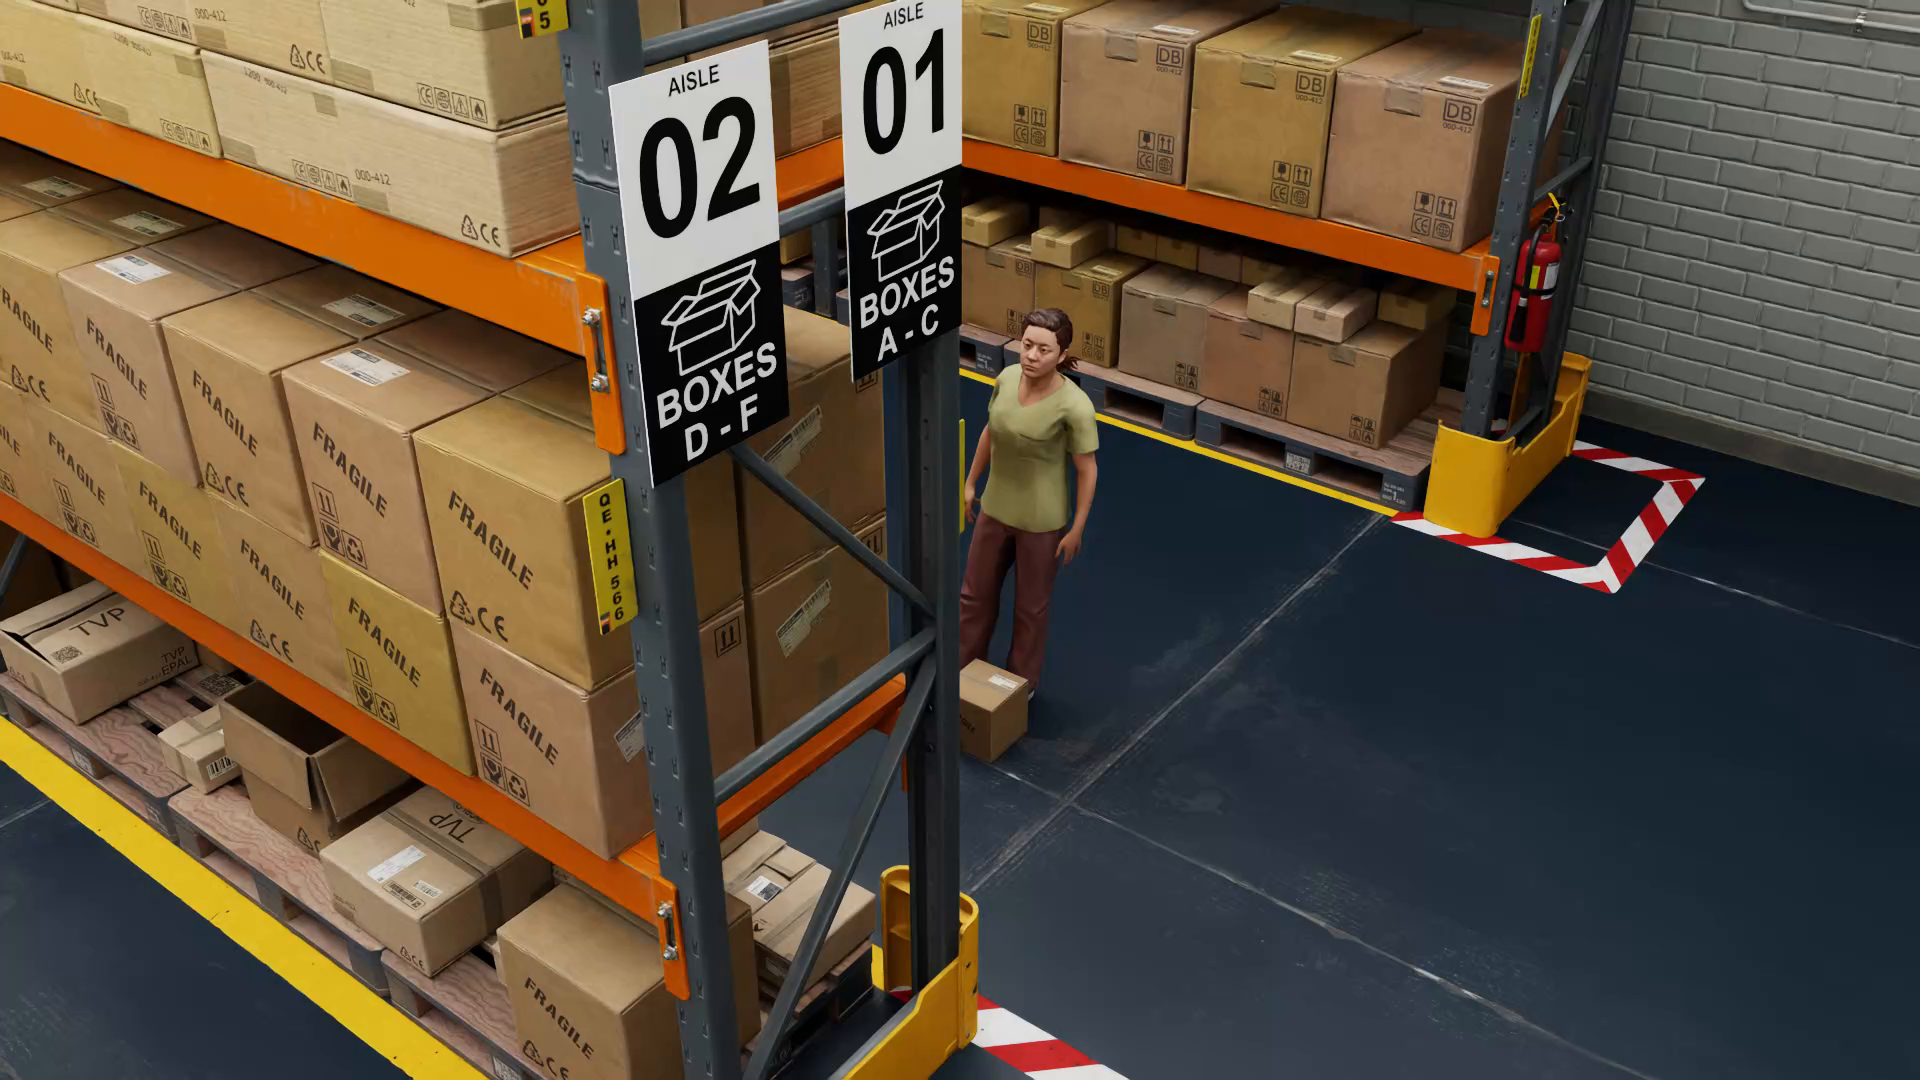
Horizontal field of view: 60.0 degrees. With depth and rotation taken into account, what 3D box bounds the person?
[{"bbox_3d":[0.197,-0.059,6.215,0.555,1.676,0.549,21,37,31],"label":"person"}]
